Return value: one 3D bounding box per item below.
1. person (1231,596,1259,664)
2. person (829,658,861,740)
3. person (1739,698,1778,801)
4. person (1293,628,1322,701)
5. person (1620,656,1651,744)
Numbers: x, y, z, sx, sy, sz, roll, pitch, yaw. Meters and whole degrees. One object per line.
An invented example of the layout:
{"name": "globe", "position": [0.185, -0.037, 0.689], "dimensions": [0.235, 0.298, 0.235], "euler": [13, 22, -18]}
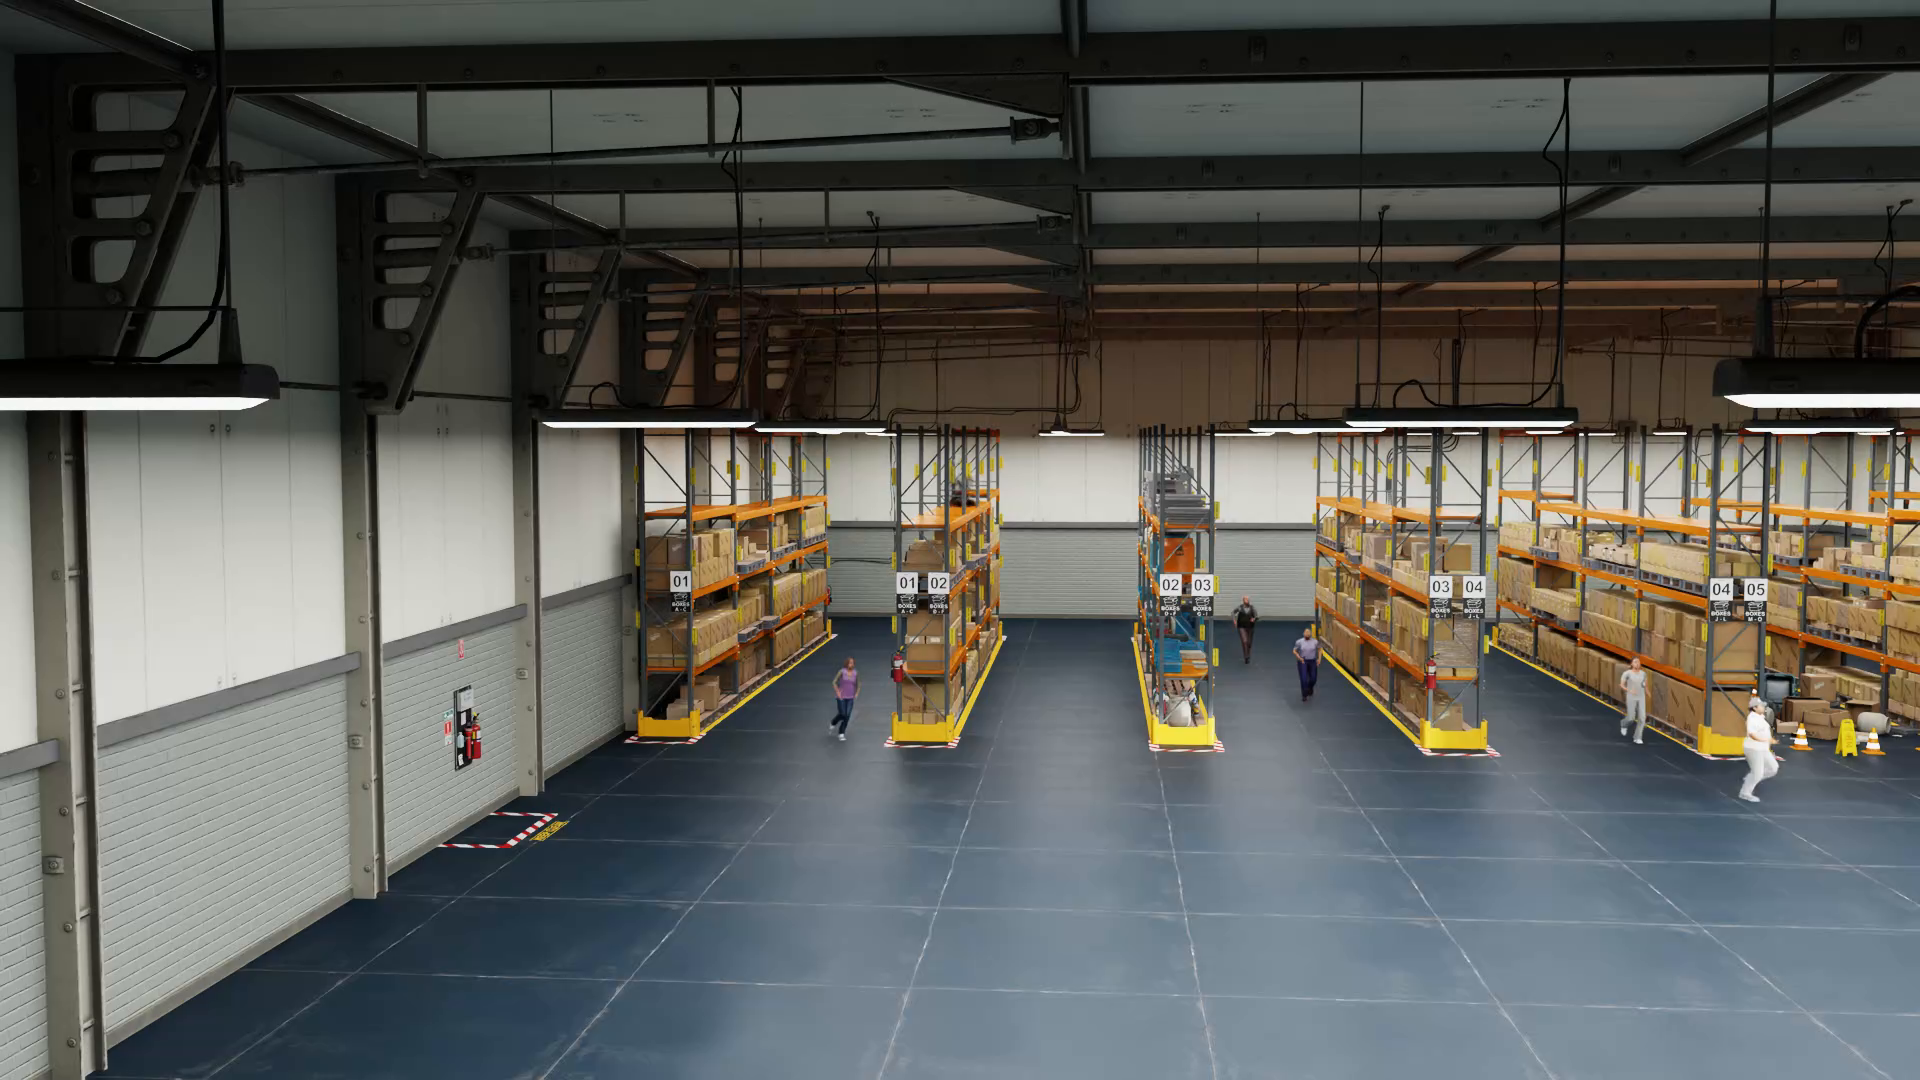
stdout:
{"name": "person", "position": [7.310, 2.266, 42.514], "dimensions": [0.680, 1.690, 0.976], "euler": [0, 3, -4]}
{"name": "person", "position": [-2.178, 3.018, 31.804], "dimensions": [0.582, 1.555, 0.525], "euler": [-1, 4, -23]}
{"name": "person", "position": [12.633, 3.309, 26.259], "dimensions": [0.557, 1.628, 0.595], "euler": [3, 4, 39]}
{"name": "person", "position": [7.606, 2.721, 36.357], "dimensions": [0.640, 1.595, 0.571], "euler": [0, 3, 2]}
{"name": "person", "position": [12.732, 2.998, 31.359], "dimensions": [0.569, 1.623, 0.718], "euler": [0, 3, -1]}
